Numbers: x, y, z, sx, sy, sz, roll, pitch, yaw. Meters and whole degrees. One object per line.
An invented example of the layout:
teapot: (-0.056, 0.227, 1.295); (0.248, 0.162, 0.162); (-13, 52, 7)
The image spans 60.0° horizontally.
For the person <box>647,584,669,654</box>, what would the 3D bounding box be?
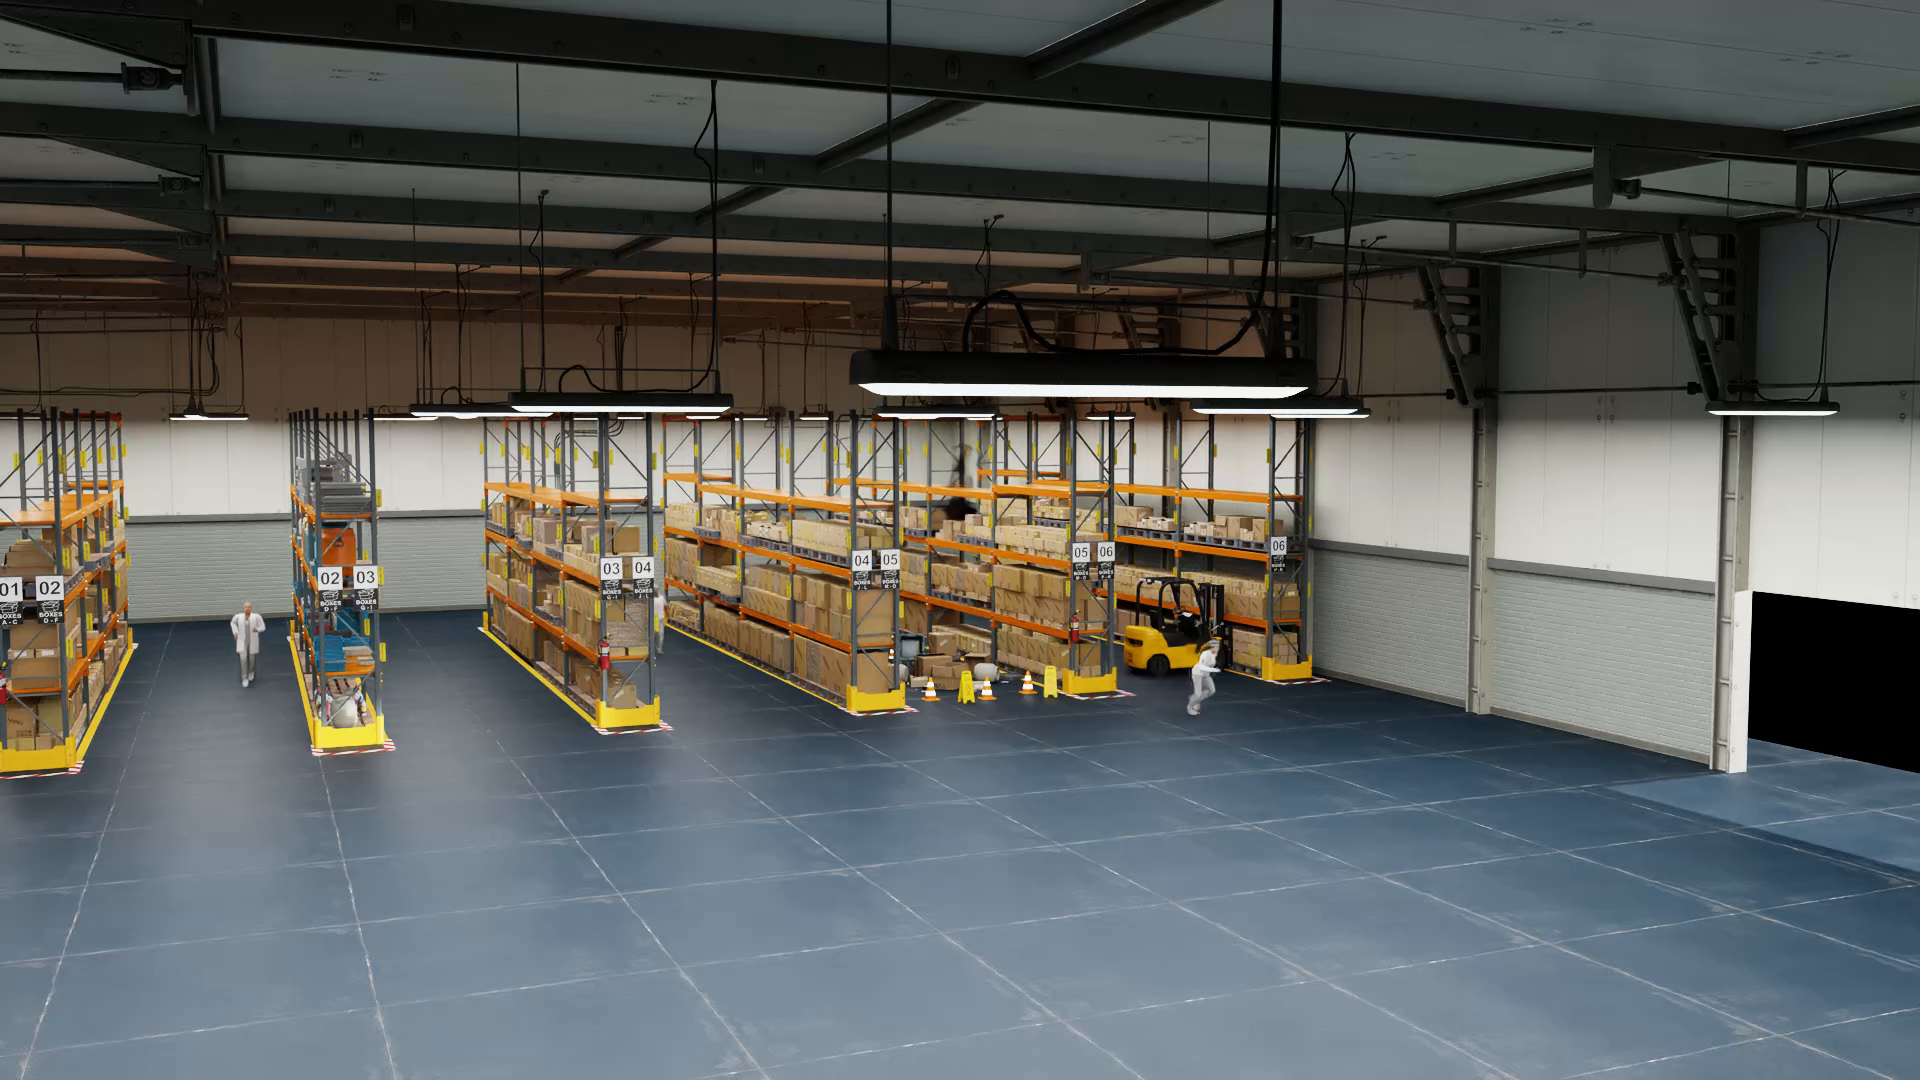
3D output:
person: (-7.575, 1.961, 41.402); (0.714, 1.733, 0.791); (-2, 5, -29)

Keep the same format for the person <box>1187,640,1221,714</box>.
person: (4.831, 2.686, 32.630); (0.643, 1.503, 0.839); (-4, 6, -45)

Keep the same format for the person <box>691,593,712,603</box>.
person: (-7.645, 1.429, 49.166); (0.788, 1.798, 0.638); (-2, 5, -28)

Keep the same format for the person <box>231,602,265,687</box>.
person: (-15.616, 2.265, 36.488); (0.705, 1.802, 1.046); (-2, 4, -21)
